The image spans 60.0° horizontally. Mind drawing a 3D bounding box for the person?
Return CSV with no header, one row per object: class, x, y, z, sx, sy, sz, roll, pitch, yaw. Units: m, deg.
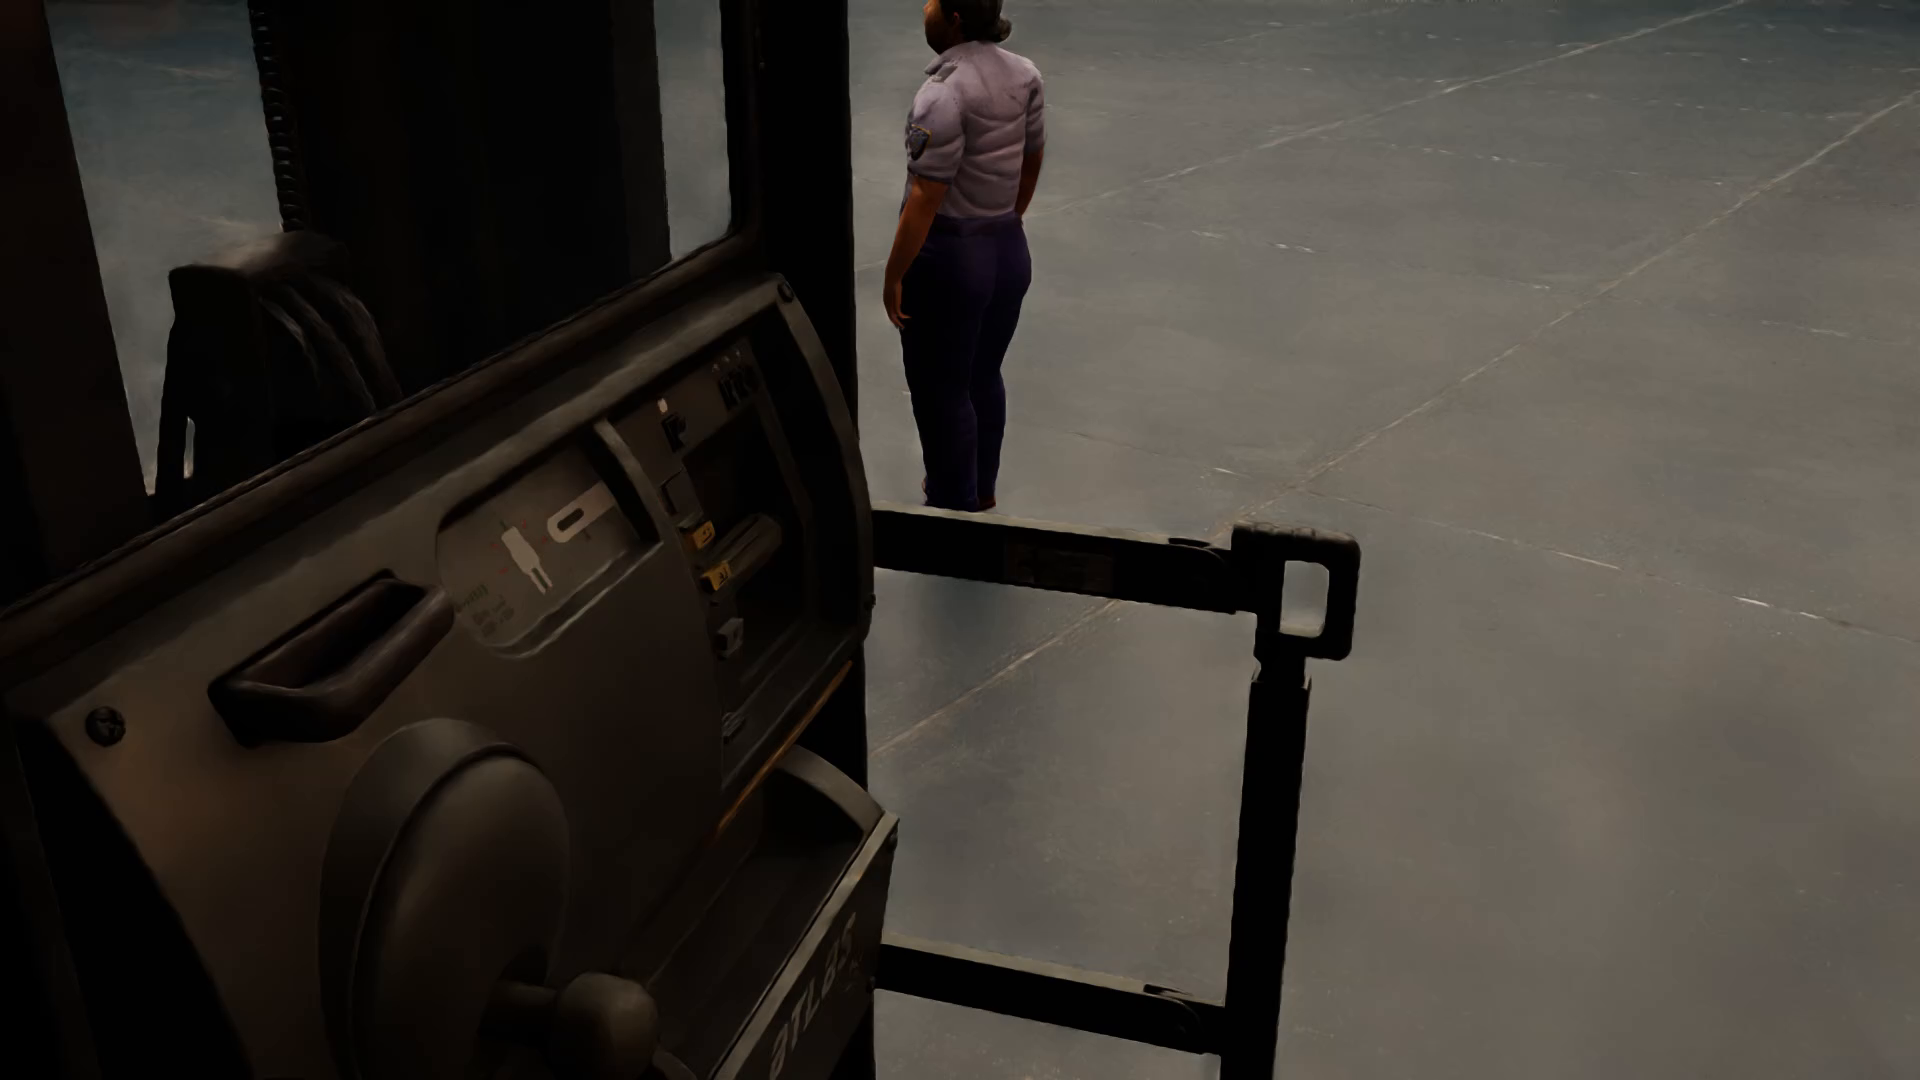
person,-0.057,-0.788,4.752,0.502,1.642,0.599,17,29,34
